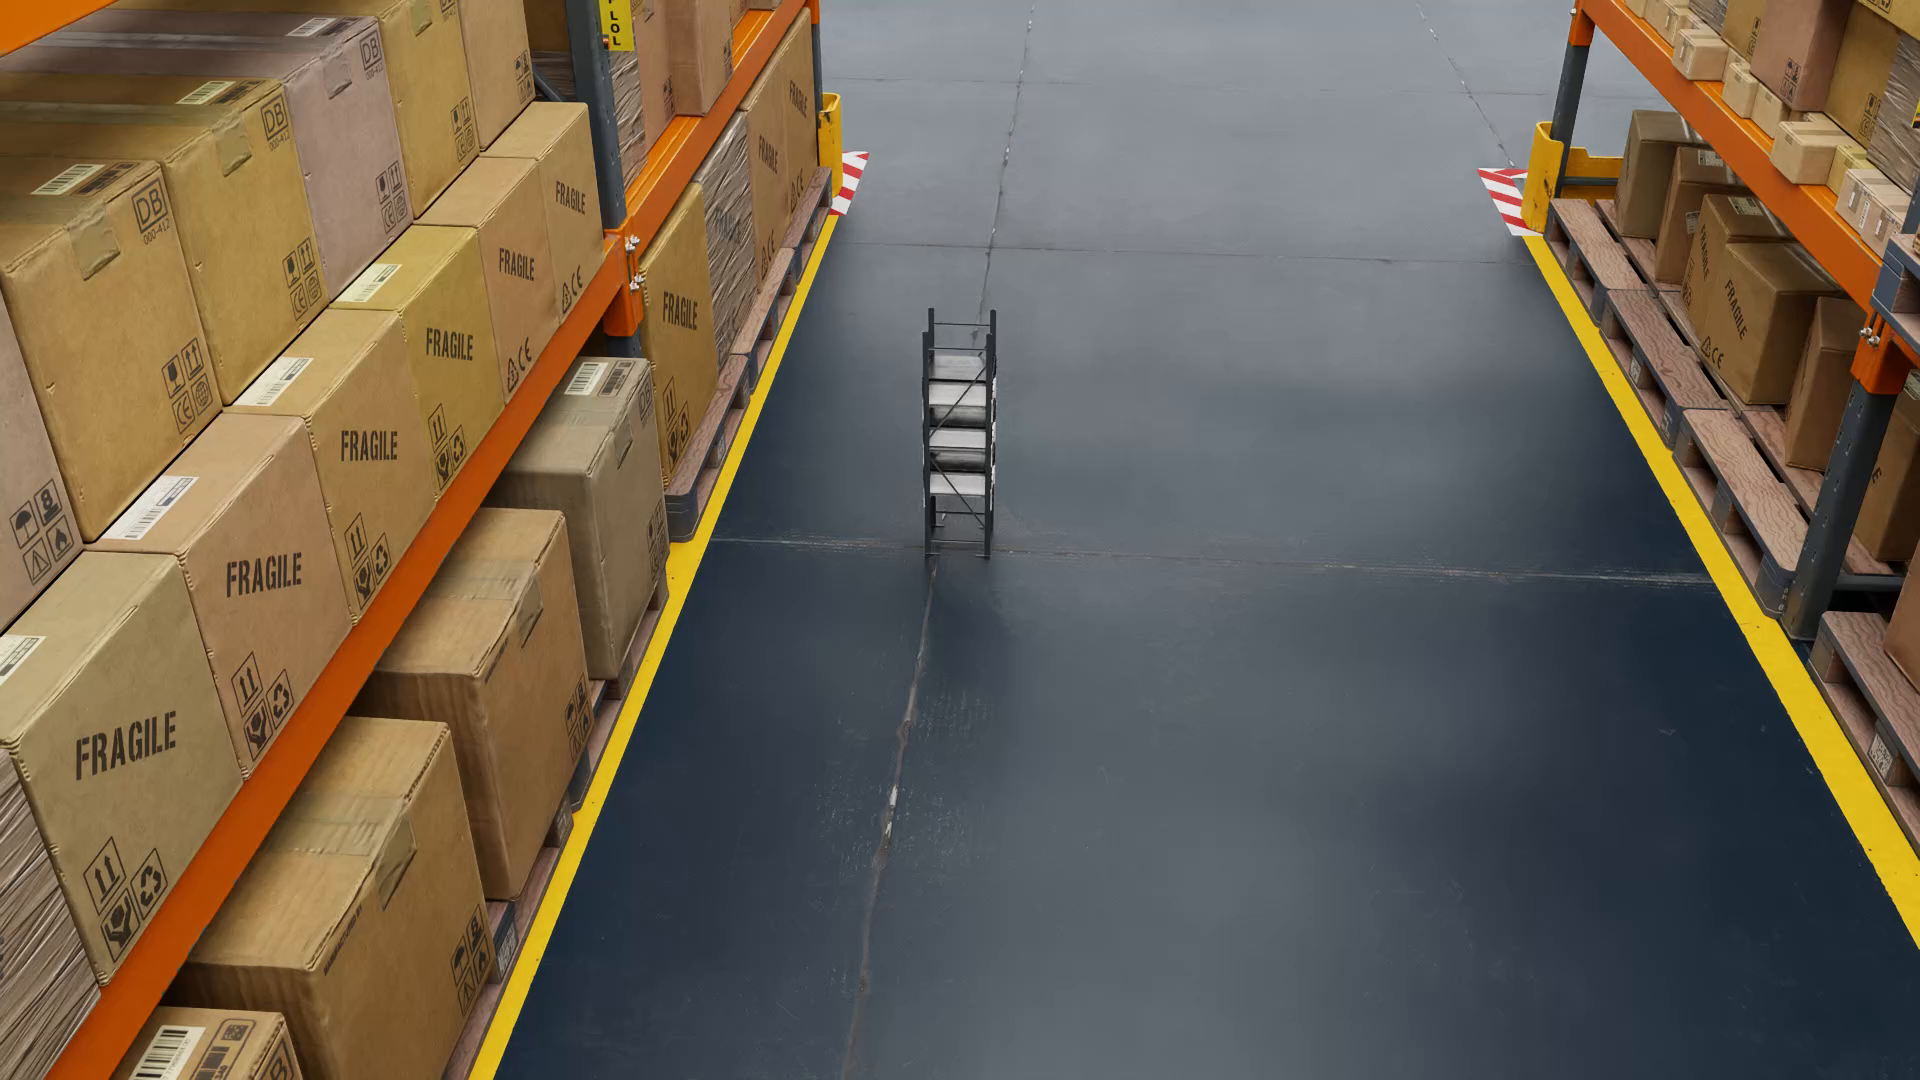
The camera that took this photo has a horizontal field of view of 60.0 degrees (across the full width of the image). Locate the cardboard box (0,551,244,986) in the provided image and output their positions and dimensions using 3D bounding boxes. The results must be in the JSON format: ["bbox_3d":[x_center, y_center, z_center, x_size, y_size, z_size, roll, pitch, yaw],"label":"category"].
[{"bbox_3d":[-1.575,0.356,2.718,0.500,0.500,0.500,2,32,4],"label":"cardboard box"}]

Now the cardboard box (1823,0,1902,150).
[{"bbox_3d":[3.516,-1.601,5.610,0.875,0.500,0.500,2,32,4],"label":"cardboard box"}]

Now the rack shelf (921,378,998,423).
[{"bbox_3d":[-0.001,-0.504,5.930,0.258,0.077,0.200,2,32,4],"label":"rack shelf"}]

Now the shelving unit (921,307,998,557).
[{"bbox_3d":[-0.001,-0.379,6.007,0.258,0.900,0.210,2,32,4],"label":"shelving unit"}]

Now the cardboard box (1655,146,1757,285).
[{"bbox_3d":[3.586,-1.506,7.817,0.500,0.500,0.500,11,33,17],"label":"cardboard box"}]

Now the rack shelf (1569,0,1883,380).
[{"bbox_3d":[3.505,-1.679,6.801,1.077,0.370,4.000,2,32,4],"label":"rack shelf"}]

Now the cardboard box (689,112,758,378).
[{"bbox_3d":[-1.403,-1.276,7.086,0.875,0.875,0.875,3,32,4],"label":"cardboard box"}]

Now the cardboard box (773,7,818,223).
[{"bbox_3d":[-1.257,-2.213,8.606,0.875,0.875,0.875,3,32,4],"label":"cardboard box"}]

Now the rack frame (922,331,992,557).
[{"bbox_3d":[-0.009,-0.326,5.921,0.240,0.900,0.006,2,32,4],"label":"rack frame"}]

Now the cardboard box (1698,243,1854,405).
[{"bbox_3d":[3.426,-0.889,6.816,0.500,0.500,0.500,0,32,0],"label":"cardboard box"}]

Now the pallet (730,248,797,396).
[{"bbox_3d":[-1.357,-1.051,7.754,1.003,0.211,1.213,2,32,4],"label":"pallet"}]

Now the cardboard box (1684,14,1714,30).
[{"bbox_3d":[3.312,-2.131,7.089,0.380,0.149,0.250,2,32,4],"label":"cardboard box"}]

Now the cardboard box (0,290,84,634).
[{"bbox_3d":[-1.833,-0.080,2.472,0.700,0.500,0.500,2,32,3],"label":"cardboard box"}]

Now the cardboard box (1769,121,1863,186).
[{"bbox_3d":[3.086,-1.351,5.823,0.380,0.149,0.250,2,32,4],"label":"cardboard box"}]

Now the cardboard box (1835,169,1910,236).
[{"bbox_3d":[3.096,-1.088,5.395,0.380,0.149,0.250,2,32,4],"label":"cardboard box"}]

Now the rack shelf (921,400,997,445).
[{"bbox_3d":[-0.001,-0.427,5.977,0.258,0.077,0.200,2,32,4],"label":"rack shelf"}]

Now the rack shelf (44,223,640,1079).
[{"bbox_3d":[-1.756,0.148,3.837,1.077,0.370,4.000,2,32,4],"label":"rack shelf"}]

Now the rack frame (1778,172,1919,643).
[{"bbox_3d":[3.342,-0.939,4.915,1.000,3.000,0.127,2,32,4],"label":"rack frame"}]

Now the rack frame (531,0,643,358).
[{"bbox_3d":[-1.593,-1.204,5.345,1.000,3.000,0.127,2,32,4],"label":"rack frame"}]

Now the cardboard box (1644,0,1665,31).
[{"bbox_3d":[3.332,-2.394,7.514,0.380,0.149,0.250,2,32,4],"label":"cardboard box"}]

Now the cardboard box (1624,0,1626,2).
[{"bbox_3d":[3.367,-2.655,7.939,0.380,0.149,0.250,2,32,4],"label":"cardboard box"}]

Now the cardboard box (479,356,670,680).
[{"bbox_3d":[-1.554,-0.097,5.292,1.050,0.750,0.750,2,32,4],"label":"cardboard box"}]

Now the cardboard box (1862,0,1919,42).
[{"bbox_3d":[3.104,-1.781,4.950,0.500,0.500,0.500,2,32,4],"label":"cardboard box"}]

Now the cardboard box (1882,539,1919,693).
[{"bbox_3d":[3.270,0.258,4.936,0.700,0.500,0.500,0,32,0],"label":"cardboard box"}]

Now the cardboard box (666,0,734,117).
[{"bbox_3d":[-1.392,-2.027,6.538,0.875,0.550,0.550,2,32,4],"label":"cardboard box"}]

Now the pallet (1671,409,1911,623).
[{"bbox_3d":[3.361,-0.105,6.219,1.003,0.211,1.213,2,32,4],"label":"pallet"}]

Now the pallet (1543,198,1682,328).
[{"bbox_3d":[3.560,-1.381,8.289,1.003,0.211,1.213,2,32,4],"label":"pallet"}]

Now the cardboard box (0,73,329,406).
[{"bbox_3d":[-1.752,-0.615,3.341,0.700,0.500,0.500,2,32,3],"label":"cardboard box"}]

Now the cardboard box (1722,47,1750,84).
[{"bbox_3d":[3.300,-1.869,6.662,0.380,0.149,0.250,2,32,4],"label":"cardboard box"}]

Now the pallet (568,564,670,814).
[{"bbox_3d":[-1.581,0.390,5.416,1.003,0.211,1.213,2,32,4],"label":"pallet"}]

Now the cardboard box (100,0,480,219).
[{"bbox_3d":[-1.668,-1.143,4.198,0.700,0.500,0.500,2,32,3],"label":"cardboard box"}]

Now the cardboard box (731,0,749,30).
[{"bbox_3d":[-1.447,-2.588,7.447,0.875,0.550,0.550,2,32,4],"label":"cardboard box"}]

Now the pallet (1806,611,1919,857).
[{"bbox_3d":[3.280,0.655,4.986,1.003,0.211,1.213,2,32,4],"label":"pallet"}]

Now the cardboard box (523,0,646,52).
[{"bbox_3d":[-1.529,-1.919,5.333,0.875,0.550,0.550,2,32,4],"label":"cardboard box"}]

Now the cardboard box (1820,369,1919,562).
[{"bbox_3d":[3.414,-0.261,5.797,0.500,0.500,0.500,2,32,2],"label":"cardboard box"}]

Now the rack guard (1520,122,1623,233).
[{"bbox_3d":[3.661,-1.927,8.901,1.175,0.500,0.348,2,32,4],"label":"rack guard"}]

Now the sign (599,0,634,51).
[{"bbox_3d":[-1.052,-1.645,5.032,0.100,0.325,0.005,2,32,4],"label":"sign"}]

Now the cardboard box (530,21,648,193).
[{"bbox_3d":[-1.575,-1.461,5.619,0.875,0.550,0.550,2,32,4],"label":"cardboard box"}]

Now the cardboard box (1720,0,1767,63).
[{"bbox_3d":[3.538,-2.127,6.463,0.875,0.500,0.500,2,32,4],"label":"cardboard box"}]

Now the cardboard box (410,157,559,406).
[{"bbox_3d":[-1.411,-0.698,4.429,0.500,0.500,0.500,2,32,3],"label":"cardboard box"}]

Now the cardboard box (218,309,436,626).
[{"bbox_3d":[-1.491,-0.168,3.569,0.500,0.500,0.500,2,32,3],"label":"cardboard box"}]

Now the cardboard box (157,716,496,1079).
[{"bbox_3d":[-1.712,0.895,3.683,1.050,0.750,0.750,3,32,5],"label":"cardboard box"}]

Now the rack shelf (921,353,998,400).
[{"bbox_3d":[-0.001,-0.580,5.883,0.258,0.077,0.200,2,32,4],"label":"rack shelf"}]

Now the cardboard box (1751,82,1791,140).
[{"bbox_3d":[3.218,-1.609,6.241,0.380,0.149,0.250,2,32,4],"label":"cardboard box"}]
